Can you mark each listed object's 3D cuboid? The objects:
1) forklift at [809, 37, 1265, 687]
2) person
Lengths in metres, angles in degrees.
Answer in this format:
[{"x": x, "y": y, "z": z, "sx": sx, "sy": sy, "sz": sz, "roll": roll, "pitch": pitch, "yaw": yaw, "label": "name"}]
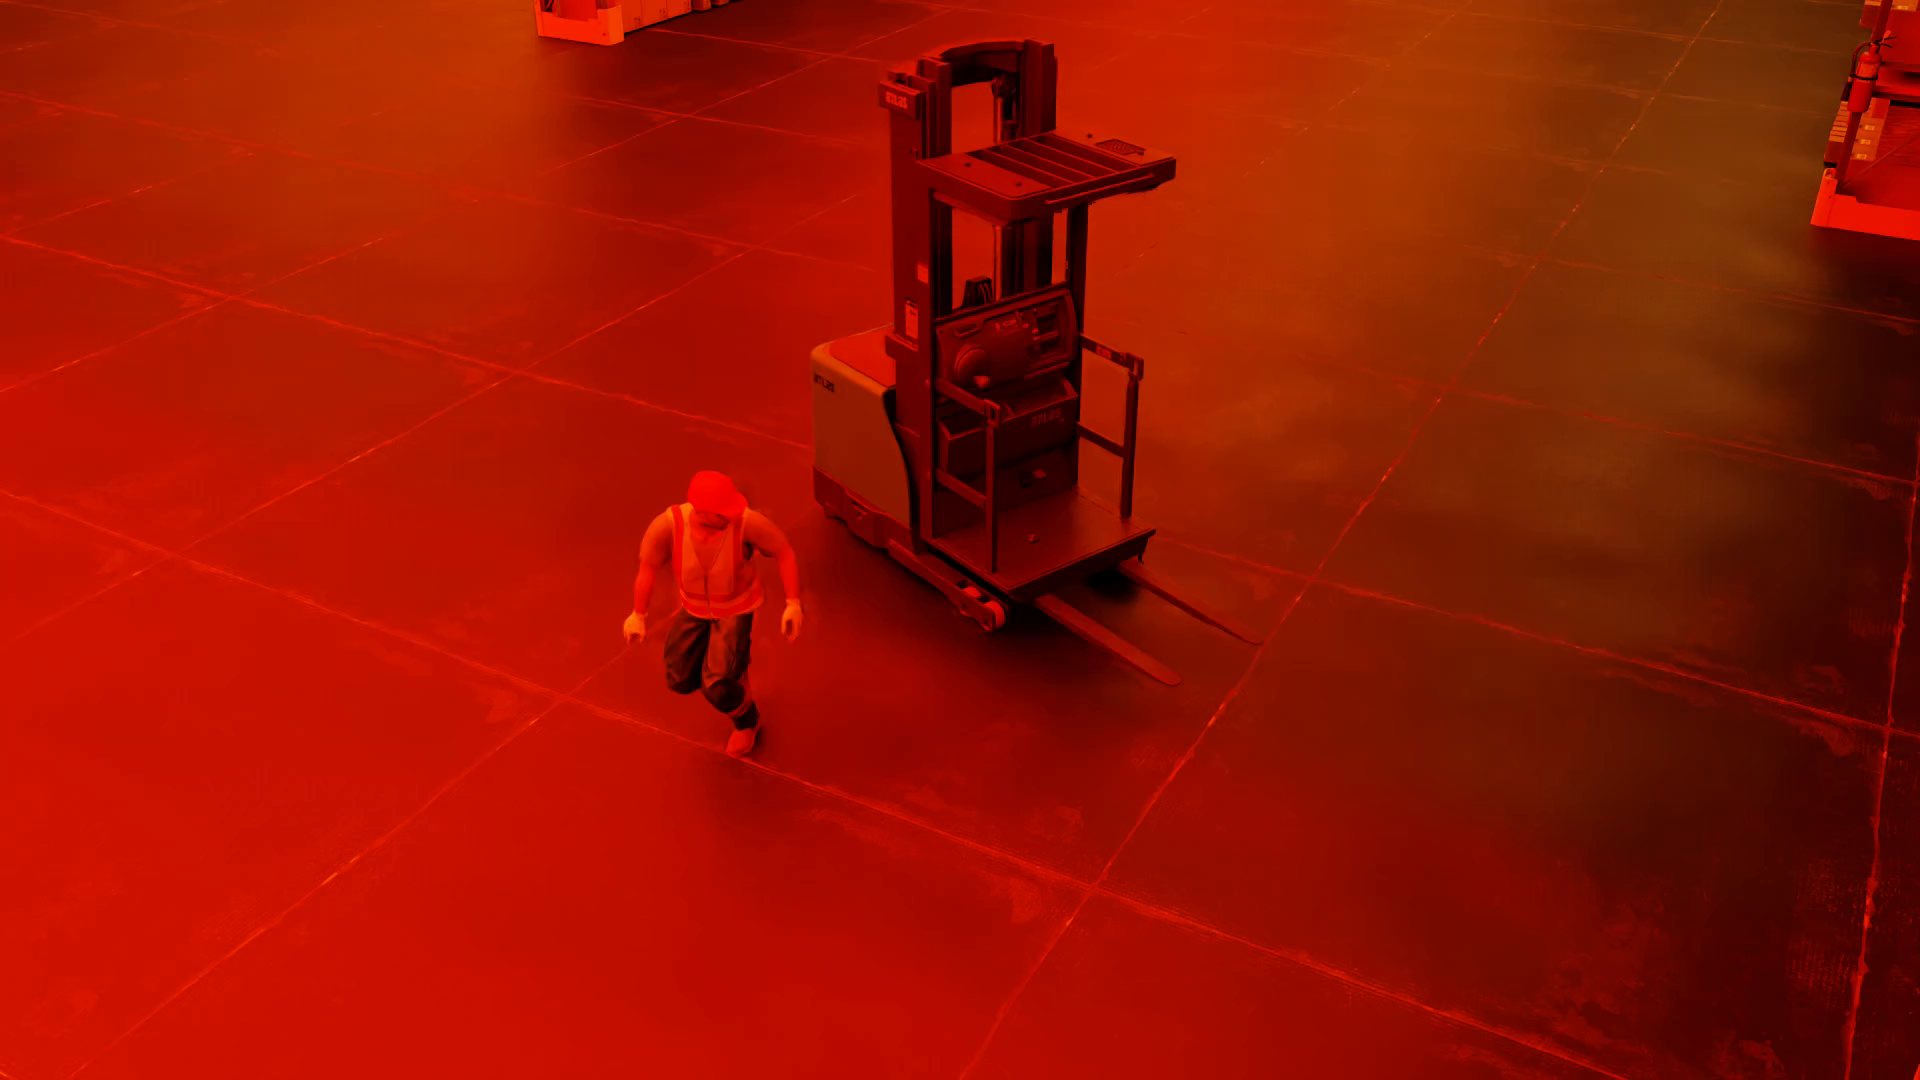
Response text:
[{"x": 0.394, "y": -1.047, "z": 8.885, "sx": 1.130, "sy": 2.935, "sz": 3.031, "roll": -21, "pitch": 36, "yaw": -32, "label": "forklift"}, {"x": -1.152, "y": 0.277, "z": 7.977, "sx": 0.852, "sy": 1.567, "sz": 0.657, "roll": 7, "pitch": 31, "yaw": 12, "label": "person"}]
